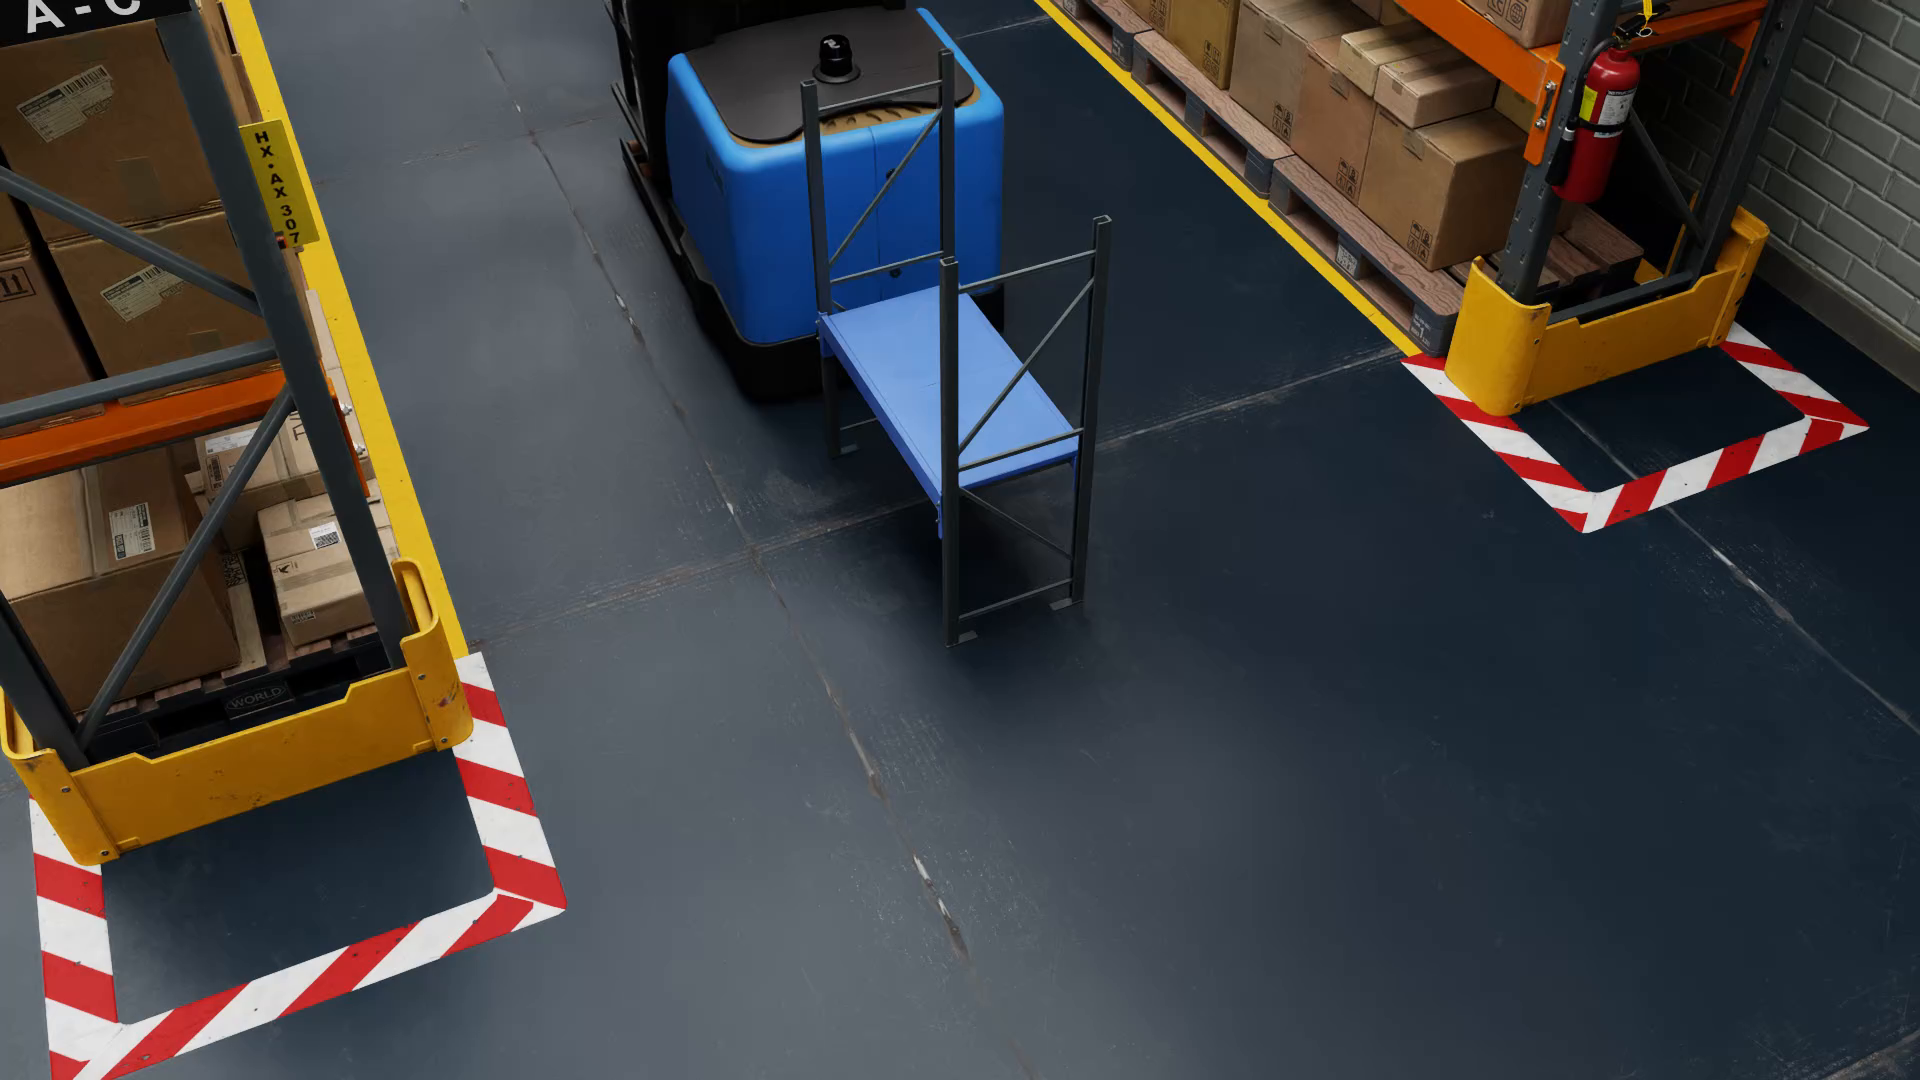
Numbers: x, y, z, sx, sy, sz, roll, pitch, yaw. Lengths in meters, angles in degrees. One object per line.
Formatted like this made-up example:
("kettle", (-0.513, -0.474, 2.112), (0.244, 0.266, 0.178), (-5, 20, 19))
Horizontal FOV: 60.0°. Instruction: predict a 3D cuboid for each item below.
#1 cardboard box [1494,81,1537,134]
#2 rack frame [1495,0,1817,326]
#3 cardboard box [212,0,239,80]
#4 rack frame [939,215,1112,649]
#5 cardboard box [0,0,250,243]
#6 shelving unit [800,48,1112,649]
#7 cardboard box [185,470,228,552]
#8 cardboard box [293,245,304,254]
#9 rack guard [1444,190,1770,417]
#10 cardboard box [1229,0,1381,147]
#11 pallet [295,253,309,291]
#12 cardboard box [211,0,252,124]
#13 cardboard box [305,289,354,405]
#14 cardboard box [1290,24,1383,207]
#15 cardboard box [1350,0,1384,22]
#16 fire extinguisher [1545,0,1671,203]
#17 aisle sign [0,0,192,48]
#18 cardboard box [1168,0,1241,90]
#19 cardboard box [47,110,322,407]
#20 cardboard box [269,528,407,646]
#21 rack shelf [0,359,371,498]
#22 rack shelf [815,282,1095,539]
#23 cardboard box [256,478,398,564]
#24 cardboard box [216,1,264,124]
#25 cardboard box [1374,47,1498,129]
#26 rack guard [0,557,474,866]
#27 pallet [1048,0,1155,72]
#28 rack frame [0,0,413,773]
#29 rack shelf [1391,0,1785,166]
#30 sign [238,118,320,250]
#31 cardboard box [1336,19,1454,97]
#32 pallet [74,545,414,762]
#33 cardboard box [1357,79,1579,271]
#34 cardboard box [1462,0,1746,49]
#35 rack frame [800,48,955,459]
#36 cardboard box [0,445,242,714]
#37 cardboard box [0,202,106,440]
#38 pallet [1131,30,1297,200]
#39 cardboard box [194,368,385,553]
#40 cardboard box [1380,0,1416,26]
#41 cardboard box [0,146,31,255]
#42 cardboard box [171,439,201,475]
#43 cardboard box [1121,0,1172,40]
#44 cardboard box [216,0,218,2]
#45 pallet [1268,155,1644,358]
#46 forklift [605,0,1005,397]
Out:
("cardboard box", (2.284, -1.697, 6.353), (0.380, 0.149, 0.250), (-18, 47, -17))
("rack frame", (2.435, -1.810, 5.449), (1.000, 3.000, 0.127), (-18, 47, -17))
("cardboard box", (-2.644, -1.708, 5.274), (0.500, 0.500, 0.500), (-17, 47, -17))
("rack frame", (0.178, -0.264, 4.950), (0.500, 1.500, 0.032), (-18, 47, -17))
("cardboard box", (-2.005, -1.097, 3.943), (0.500, 0.500, 0.500), (-17, 47, -16))
("shelving unit", (-0.036, -0.588, 5.278), (0.538, 1.500, 1.048), (-18, 47, -17))
("cardboard box", (-2.598, -0.052, 5.371), (0.380, 0.166, 0.250), (-18, 47, -17))
("cardboard box", (-2.927, -1.336, 6.570), (0.500, 0.311, 0.500), (-18, 47, -17))
("rack guard", (2.446, -0.905, 6.312), (1.175, 0.500, 0.348), (-18, 47, -17))
("cardboard box", (1.628, -2.126, 7.250), (0.700, 0.500, 0.500), (-19, 48, -19))
("pallet", (-2.935, -0.685, 6.294), (1.003, 0.211, 1.213), (-18, 47, -17))
("cardboard box", (-2.435, -1.389, 4.951), (0.500, 0.500, 0.500), (-18, 47, -18))
("cardboard box", (-2.449, -0.591, 5.857), (0.500, 0.250, 0.500), (-18, 47, -17))
("cardboard box", (1.840, -1.806, 6.925), (0.700, 0.500, 0.500), (-18, 47, -18))
("cardboard box", (1.858, -2.341, 7.006), (0.380, 0.149, 0.250), (-17, 47, -17))
("fire extinguisher", (2.080, -1.418, 5.372), (0.296, 0.674, 0.183), (-18, 47, -17))
("aisle sign", (-1.762, -1.314, 3.095), (0.394, 0.787, 0.004), (-18, 47, -17))
("cardboard box", (1.397, -2.463, 7.592), (0.700, 0.500, 0.500), (-17, 47, -16))
("cardboard box", (-2.005, -0.741, 4.295), (0.500, 0.500, 0.500), (-17, 47, -17))
("cardboard box", (-1.922, 0.145, 5.184), (0.380, 0.149, 0.250), (-18, 47, -17))
("rack shelf", (-2.898, -1.364, 5.509), (1.077, 0.370, 4.000), (-18, 47, -17))
("rack shelf", (-0.036, -0.460, 5.405), (0.538, 0.185, 1.000), (-18, 47, -17))
("cardboard box", (-2.027, -0.021, 5.340), (0.380, 0.166, 0.250), (-18, 47, -17))
("cardboard box", (-3.242, -1.882, 6.988), (0.500, 0.500, 0.500), (-18, 47, -17))
("cardboard box", (1.831, -1.746, 6.402), (0.380, 0.149, 0.250), (-19, 48, -18))
("rack guard", (-2.089, 0.496, 4.891), (1.175, 0.500, 0.348), (-18, 47, -17))
("pallet", (1.002, -2.859, 8.497), (1.003, 0.211, 1.213), (-18, 47, -17))
("rack frame", (-2.057, -0.345, 3.964), (1.000, 3.000, 0.127), (-18, 47, -17))
("rack shelf", (1.594, -2.829, 6.994), (1.077, 0.370, 4.000), (-18, 47, -17))
("sign", (-1.565, -0.814, 3.823), (0.100, 0.325, 0.005), (-18, 47, -17))
("cardboard box", (1.723, -1.908, 6.567), (0.380, 0.149, 0.250), (-17, 47, -16))
("pallet", (-2.426, 0.091, 5.507), (1.003, 0.211, 1.213), (-18, 47, -17))
("cardboard box", (2.050, -1.487, 6.602), (0.700, 0.500, 0.500), (-18, 47, -17))
("cardboard box", (2.212, -2.239, 5.670), (0.980, 0.700, 0.700), (-16, 47, -16))
("rack frame", (-0.250, -0.912, 5.607), (0.500, 1.500, 0.032), (-18, 47, -17))
("cardboard box", (-2.510, 0.114, 4.965), (0.500, 0.500, 0.500), (-18, 47, -17))
("cardboard box", (-2.493, -0.586, 4.137), (0.500, 0.500, 0.500), (-17, 47, -16))
("pallet", (1.519, -2.081, 7.708), (1.003, 0.211, 1.213), (-18, 47, -17))
("cardboard box", (-2.239, -0.272, 5.534), (0.500, 0.250, 0.500), (-18, 47, -17))
("cardboard box", (1.966, -2.179, 6.842), (0.380, 0.149, 0.250), (-18, 47, -17))
("cardboard box", (-2.494, -0.939, 3.783), (0.500, 0.500, 0.500), (-18, 48, -18))
("cardboard box", (-2.882, -0.411, 5.675), (0.500, 0.250, 0.500), (-18, 47, -17))
("cardboard box", (1.183, -2.791, 7.924), (0.700, 0.500, 0.500), (-18, 48, -18))
("cardboard box", (-3.722, -2.541, 7.656), (0.500, 0.500, 0.500), (-20, 48, -19))
("pallet", (2.028, -1.304, 6.922), (1.003, 0.211, 1.213), (-18, 47, -17))
("forklift", (-0.850, -2.624, 6.323), (1.130, 2.935, 3.031), (-16, 47, -15))
